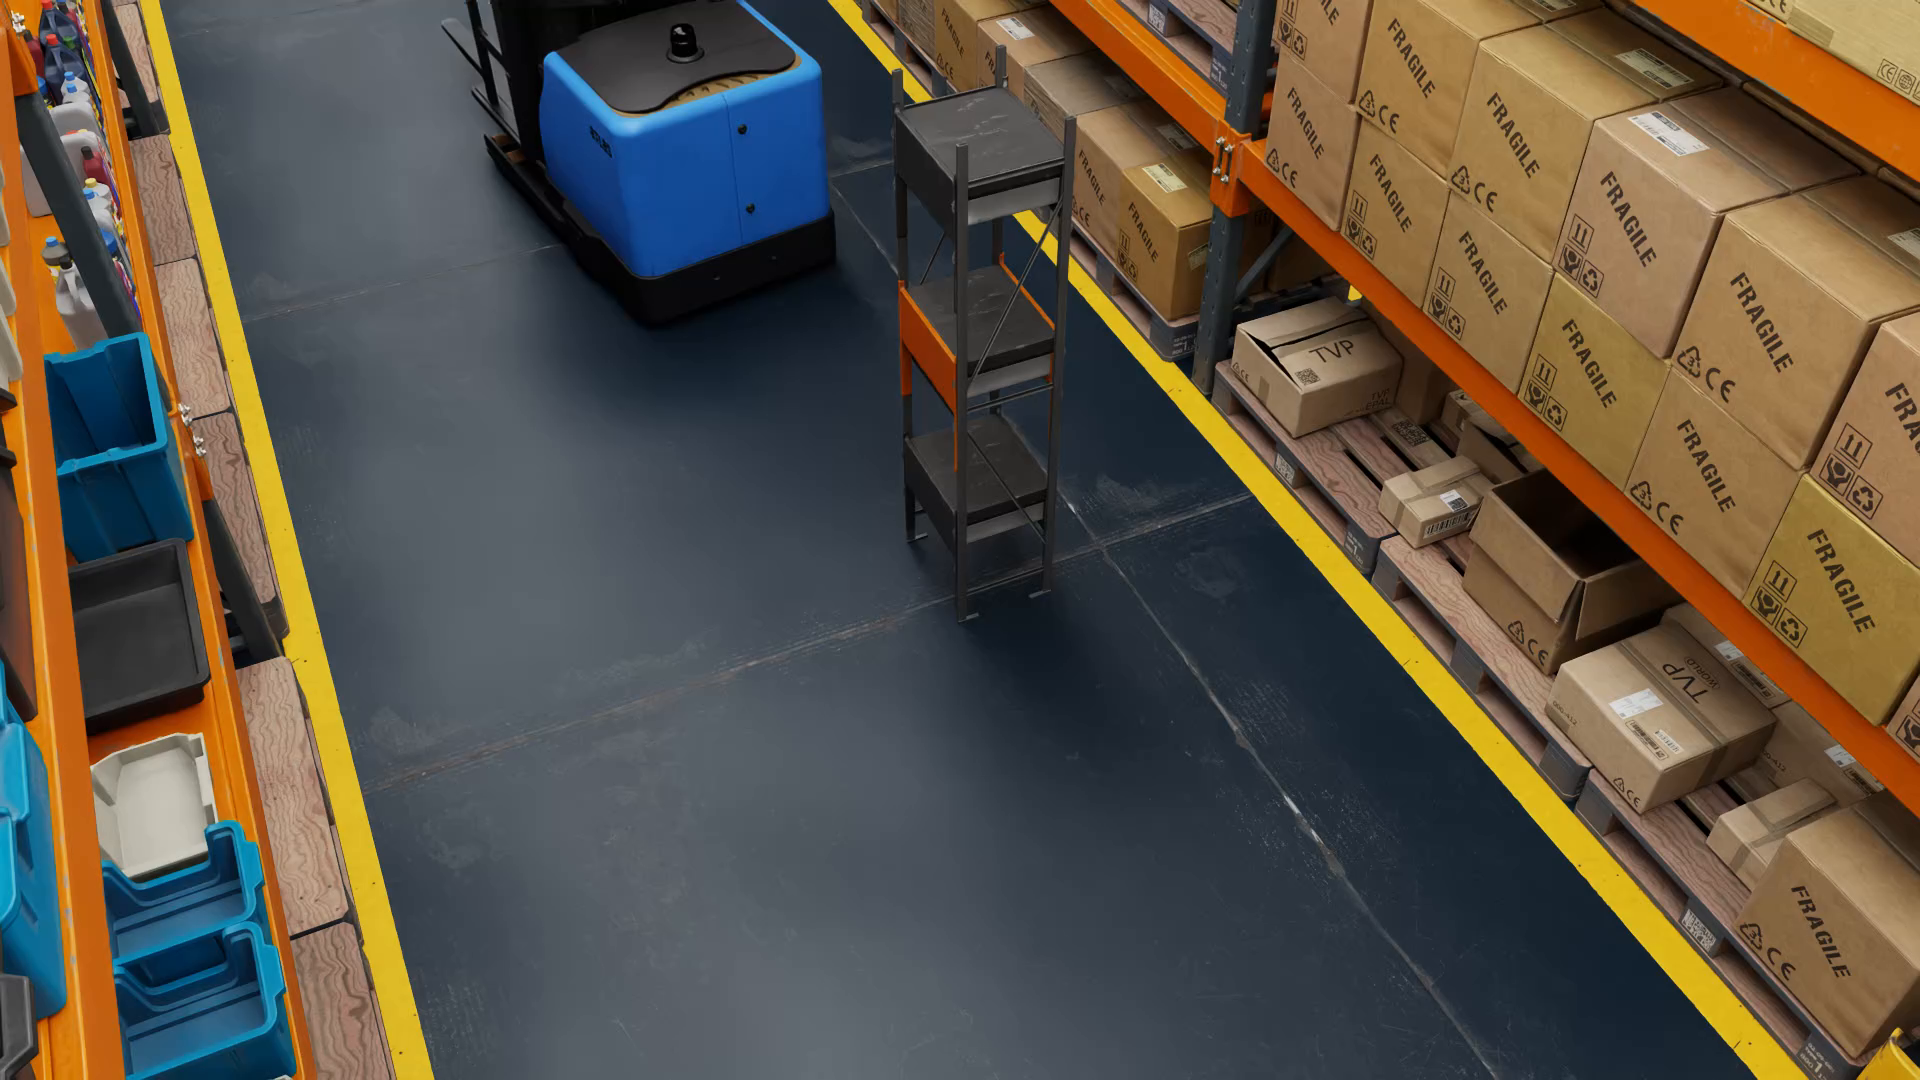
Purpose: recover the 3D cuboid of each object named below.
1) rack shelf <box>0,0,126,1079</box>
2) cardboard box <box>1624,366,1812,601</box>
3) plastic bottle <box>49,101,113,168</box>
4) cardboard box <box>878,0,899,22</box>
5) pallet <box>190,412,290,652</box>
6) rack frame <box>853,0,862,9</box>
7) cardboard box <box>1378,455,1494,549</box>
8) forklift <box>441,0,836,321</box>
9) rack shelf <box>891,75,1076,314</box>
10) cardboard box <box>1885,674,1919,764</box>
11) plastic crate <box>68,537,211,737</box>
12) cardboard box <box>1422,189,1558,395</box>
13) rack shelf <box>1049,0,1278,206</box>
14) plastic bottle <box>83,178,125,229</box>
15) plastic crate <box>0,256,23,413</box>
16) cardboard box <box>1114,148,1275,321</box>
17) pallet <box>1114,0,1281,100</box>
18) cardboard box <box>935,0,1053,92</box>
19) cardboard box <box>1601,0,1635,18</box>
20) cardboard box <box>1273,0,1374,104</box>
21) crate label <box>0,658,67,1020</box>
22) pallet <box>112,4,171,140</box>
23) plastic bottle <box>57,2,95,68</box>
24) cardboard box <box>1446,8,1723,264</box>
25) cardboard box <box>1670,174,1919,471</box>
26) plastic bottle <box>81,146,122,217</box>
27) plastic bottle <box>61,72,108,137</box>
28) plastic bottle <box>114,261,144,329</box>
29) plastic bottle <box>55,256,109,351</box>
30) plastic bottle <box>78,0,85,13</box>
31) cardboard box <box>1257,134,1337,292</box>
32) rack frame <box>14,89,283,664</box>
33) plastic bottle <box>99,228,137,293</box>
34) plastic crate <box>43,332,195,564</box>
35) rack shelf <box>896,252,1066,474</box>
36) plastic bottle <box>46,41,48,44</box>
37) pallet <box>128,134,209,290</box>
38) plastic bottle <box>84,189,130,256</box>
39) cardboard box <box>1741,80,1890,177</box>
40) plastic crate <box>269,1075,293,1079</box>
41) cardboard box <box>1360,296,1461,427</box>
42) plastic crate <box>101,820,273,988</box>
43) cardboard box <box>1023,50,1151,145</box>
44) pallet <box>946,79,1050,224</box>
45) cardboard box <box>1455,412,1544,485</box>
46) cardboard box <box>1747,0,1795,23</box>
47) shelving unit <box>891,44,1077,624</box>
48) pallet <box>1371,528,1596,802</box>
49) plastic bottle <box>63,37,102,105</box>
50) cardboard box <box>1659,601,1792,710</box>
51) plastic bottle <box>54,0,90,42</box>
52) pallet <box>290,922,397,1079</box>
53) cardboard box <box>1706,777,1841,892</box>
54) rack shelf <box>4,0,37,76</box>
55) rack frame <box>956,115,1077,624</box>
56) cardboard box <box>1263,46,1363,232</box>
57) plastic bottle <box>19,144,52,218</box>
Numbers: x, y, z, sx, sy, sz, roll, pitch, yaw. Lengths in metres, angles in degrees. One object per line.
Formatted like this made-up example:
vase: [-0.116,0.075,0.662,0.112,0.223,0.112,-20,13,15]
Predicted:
rack shelf: [-2.139,0.034,2.956,1.077,0.370,4.000,-18,47,-17]
cardboard box: [2.336,-0.230,4.776,0.500,0.500,0.500,-18,47,-17]
plastic bottle: [-3.316,-1.530,6.253,0.152,0.276,0.135,-18,47,-17]
cardboard box: [-0.234,-3.330,9.456,0.500,0.500,0.500,-16,47,-16]
pallet: [-3.267,0.060,6.539,1.003,0.211,1.213,-18,47,-17]
rack frame: [-0.166,-4.438,9.112,1.000,3.000,0.127,-18,47,-17]
cardboard box: [1.868,-0.157,6.478,0.380,0.166,0.250,-18,47,-17]
forklift: [-1.827,-3.062,7.766,1.130,2.935,3.031,-25,50,-23]
rack shelf: [0.070,-1.130,5.424,0.431,0.518,0.480,-18,47,-17]
cardboard box: [2.762,0.419,4.118,0.500,0.500,0.500,-17,47,-16]
plastic crate: [-2.266,0.282,4.482,0.437,0.125,0.590,-18,47,-17]
cardboard box: [1.909,-0.874,5.429,0.500,0.500,0.500,-18,47,-18]
rack shelf: [0.675,-2.907,8.073,1.077,0.370,4.000,-18,47,-17]
plastic bottle: [-3.089,-1.205,5.977,0.097,0.201,0.097,0,45,0]
plastic crate: [-1.950,-0.409,2.977,0.437,0.282,0.530,-18,47,-17]
cardboard box: [1.048,-1.386,7.485,0.500,0.500,0.500,-18,47,-18]
pallet: [1.279,-2.362,7.145,1.003,0.211,1.213,-18,47,-17]
cardboard box: [0.197,-2.677,8.794,0.500,0.500,0.500,-19,48,-18]
cardboard box: [2.181,-1.709,5.563,0.500,0.500,0.500,-19,48,-18]
cardboard box: [1.458,-1.897,5.754,0.500,0.500,0.500,-17,47,-16]
crate label: [-1.393,0.422,2.157,0.408,0.251,0.502,-18,47,-17]
pallet: [-4.953,-2.490,9.123,1.003,0.211,1.213,-18,47,-17]
plastic bottle: [-3.624,-2.076,6.801,0.061,0.283,0.133,-18,47,-17]
cardboard box: [1.891,-1.241,5.089,0.500,0.500,0.500,-19,48,-19]
cardboard box: [2.325,-0.585,4.424,0.500,0.500,0.500,-17,47,-16]
plastic bottle: [-3.121,-1.313,6.028,0.061,0.283,0.133,-18,47,-17]
plastic bottle: [-3.381,-1.672,6.401,0.097,0.271,0.097,0,45,0]
plastic bottle: [-2.804,-0.832,5.540,0.061,0.283,0.133,-18,47,-17]
plastic bottle: [-2.851,-0.757,5.416,0.144,0.351,0.185,-18,47,-17]
plastic bottle: [-3.853,-2.363,7.151,0.097,0.201,0.097,0,45,0]
cardboard box: [1.533,-1.536,7.638,0.500,0.500,0.500,-20,48,-19]
rack frame: [-2.980,-0.429,5.049,1.000,3.000,0.127,-18,47,-17]
plastic bottle: [-2.910,-0.958,5.676,0.097,0.271,0.097,0,45,0]
plastic crate: [-2.475,-0.247,4.834,0.392,0.384,0.575,-18,47,-17]
rack shelf: [0.070,-0.632,5.915,0.431,0.518,0.480,-18,47,-17]
plastic bottle: [-3.546,-1.855,6.578,0.061,0.283,0.133,-18,47,-17]
pallet: [-4.293,-1.495,8.115,1.003,0.211,1.213,-18,47,-17]
plastic bottle: [-3.007,-1.105,5.826,0.097,0.271,0.097,0,45,0]
cardboard box: [2.603,-1.067,4.912,0.500,0.500,0.500,-18,48,-18]
plastic crate: [-1.449,1.277,3.465,0.250,0.136,0.298,-18,47,-17]
cardboard box: [2.012,-0.877,6.969,0.500,0.500,0.500,-18,47,-17]
plastic crate: [-1.783,0.874,3.805,0.416,0.233,0.300,-18,47,-17]
cardboard box: [0.637,-2.023,8.131,0.500,0.500,0.500,-17,47,-17]
pallet: [0.622,-2.182,8.811,1.003,0.211,1.213,-18,47,-17]
cardboard box: [2.328,-0.331,6.551,0.500,0.311,0.500,-18,47,-17]
cardboard box: [2.124,-1.564,4.170,0.500,0.250,0.500,-18,47,-17]
shelving unit: [0.070,-0.642,5.906,0.431,2.100,0.503,-18,47,-17]
pallet: [2.320,0.320,6.275,1.003,0.211,1.213,-18,47,-17]
plastic bottle: [-3.491,-1.873,6.596,0.061,0.283,0.133,-18,47,-17]
cardboard box: [2.806,0.415,5.839,0.500,0.250,0.500,-18,47,-17]
plastic bottle: [-3.730,-2.177,6.962,0.097,0.201,0.097,0,45,0]
pallet: [-2.119,1.800,4.776,1.003,0.211,1.213,-18,47,-17]
cardboard box: [2.657,0.954,5.352,0.380,0.166,0.250,-18,47,-17]
rack shelf: [-3.821,-2.515,5.539,1.077,0.370,4.000,-18,47,-17]
rack frame: [0.172,-0.486,5.748,0.400,2.100,0.015,-18,47,-17]
cardboard box: [1.483,-1.519,6.083,0.500,0.500,0.500,-17,47,-16]
plastic bottle: [-3.357,-1.337,6.058,0.152,0.276,0.135,-18,47,-17]
